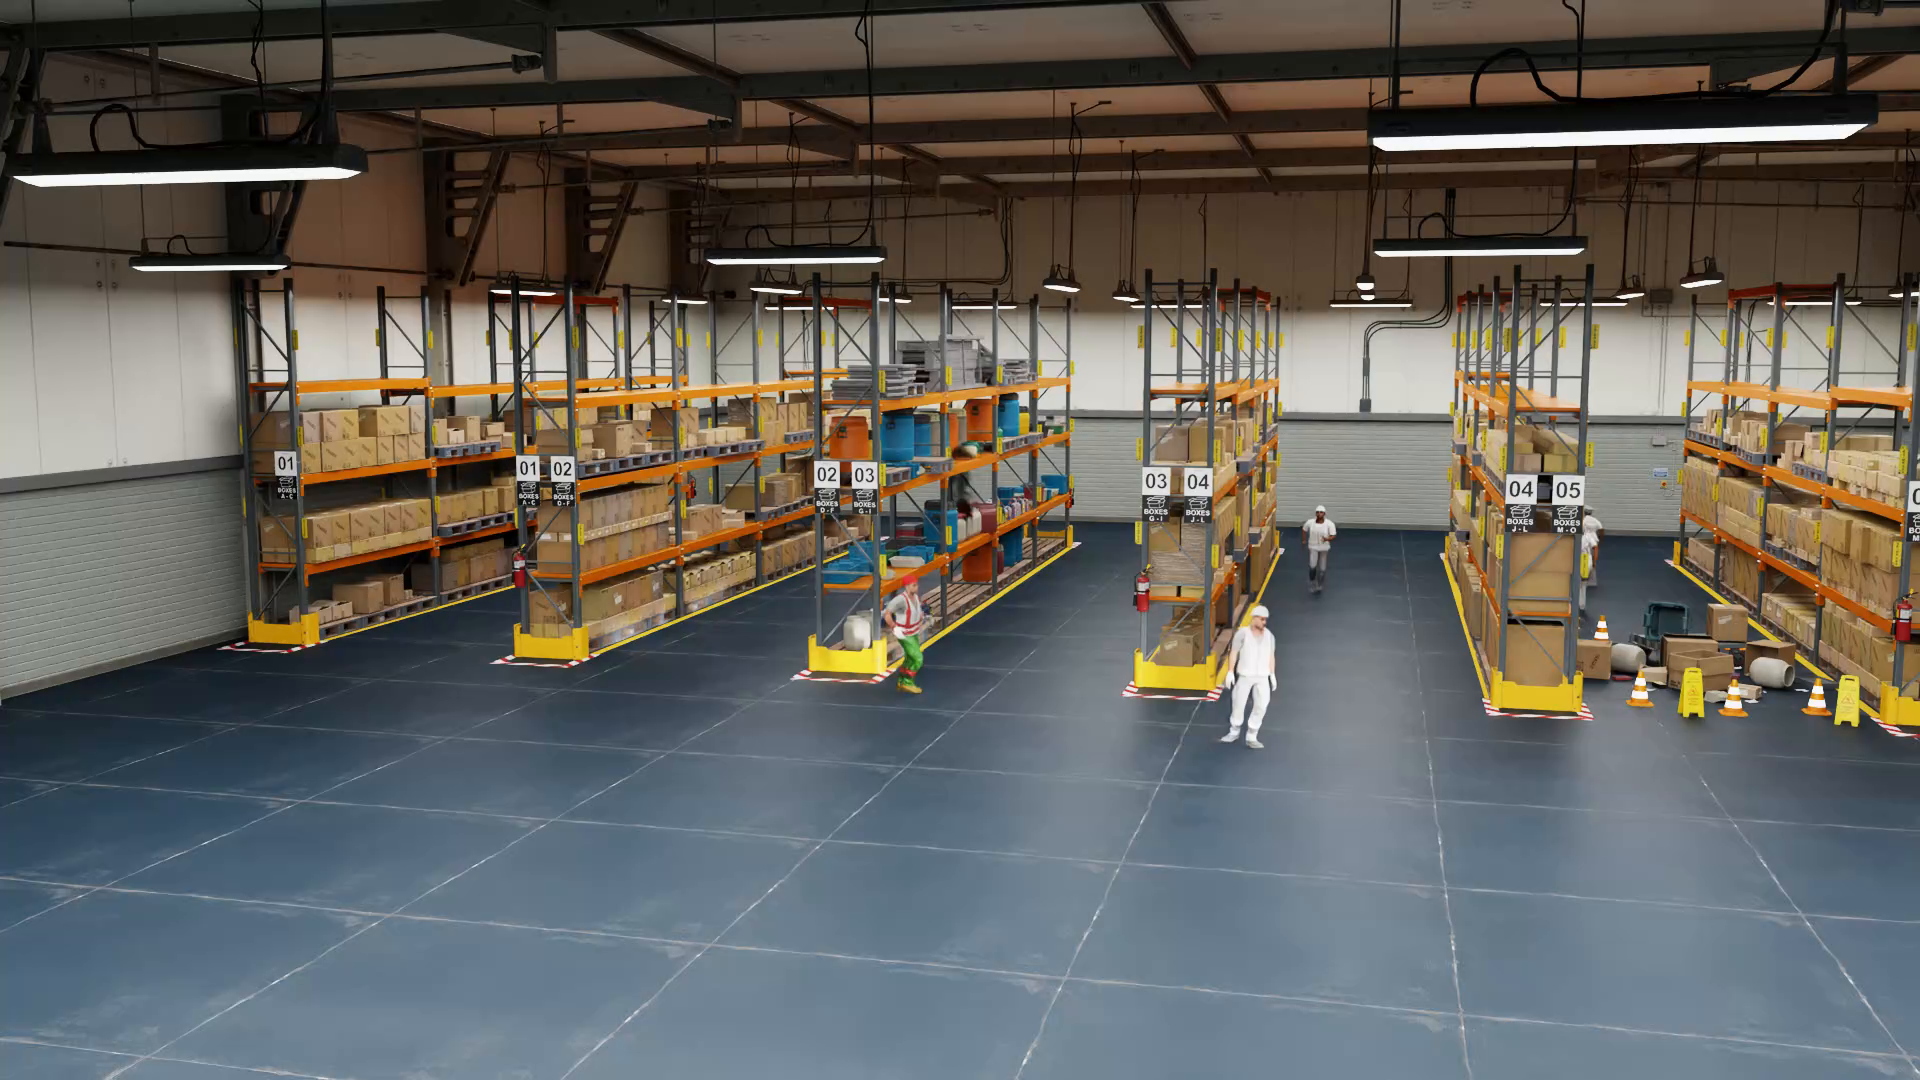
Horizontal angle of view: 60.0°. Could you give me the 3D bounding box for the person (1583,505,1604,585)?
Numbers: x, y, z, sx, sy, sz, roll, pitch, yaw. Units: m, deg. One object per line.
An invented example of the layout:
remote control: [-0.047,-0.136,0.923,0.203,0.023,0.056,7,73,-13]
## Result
person: [12.912,0.126,34.313,0.619,1.643,0.802,-4,8,-32]

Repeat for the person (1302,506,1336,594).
person: [7.082,0.193,32.843,0.662,1.753,0.687,1,7,11]

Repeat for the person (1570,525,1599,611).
person: [11.458,0.530,30.701,0.548,1.683,0.815,0,7,3]

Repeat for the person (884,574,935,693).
person: [-0.707,1.330,23.418,0.658,1.722,0.630,3,8,26]

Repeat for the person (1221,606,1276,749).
person: [3.562,1.674,20.495,0.644,1.768,0.481,-1,7,-10]
